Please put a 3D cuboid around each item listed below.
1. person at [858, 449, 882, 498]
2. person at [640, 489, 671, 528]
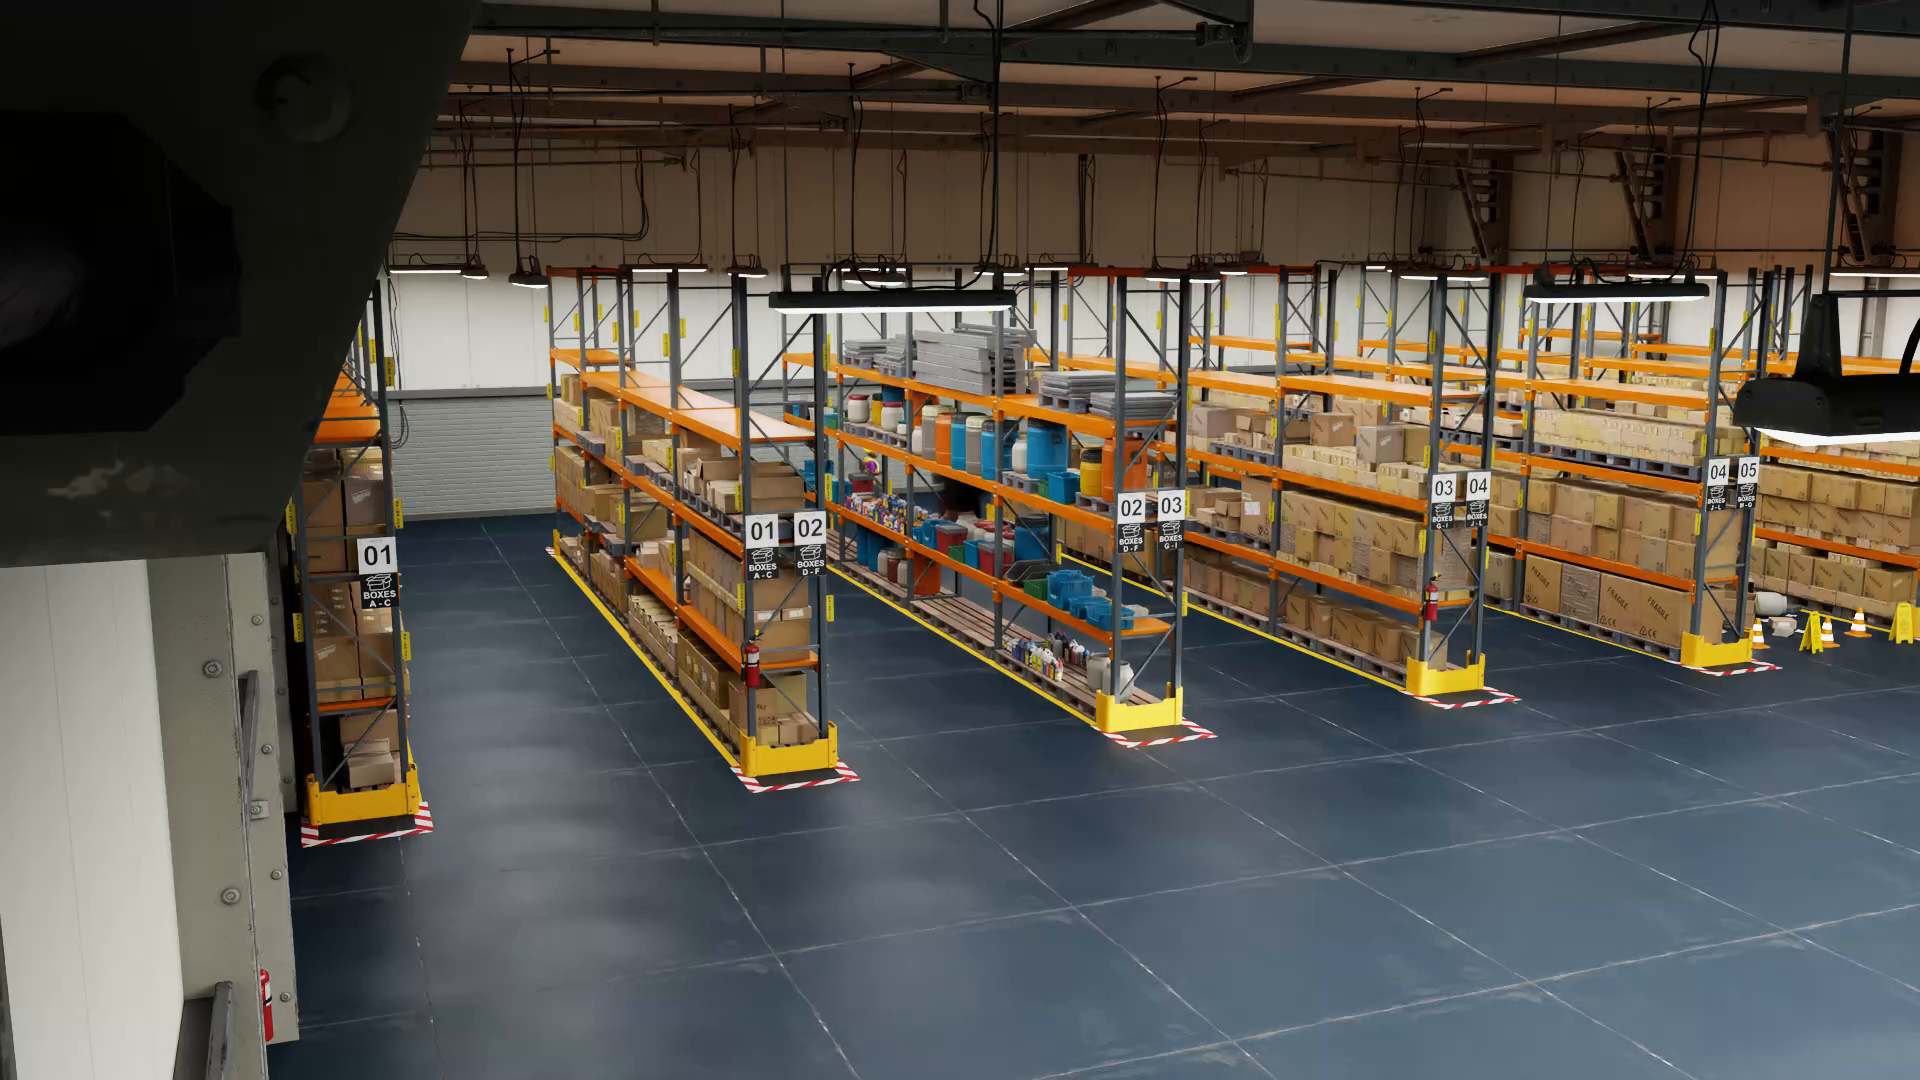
[{"bbox_3d":[-2.013,-1.346,39.196,0.981,1.754,0.705,-1,10,-6],"label":"person"},{"bbox_3d":[-6.487,-0.693,35.658,0.598,1.715,0.810,9,14,43],"label":"person"}]
